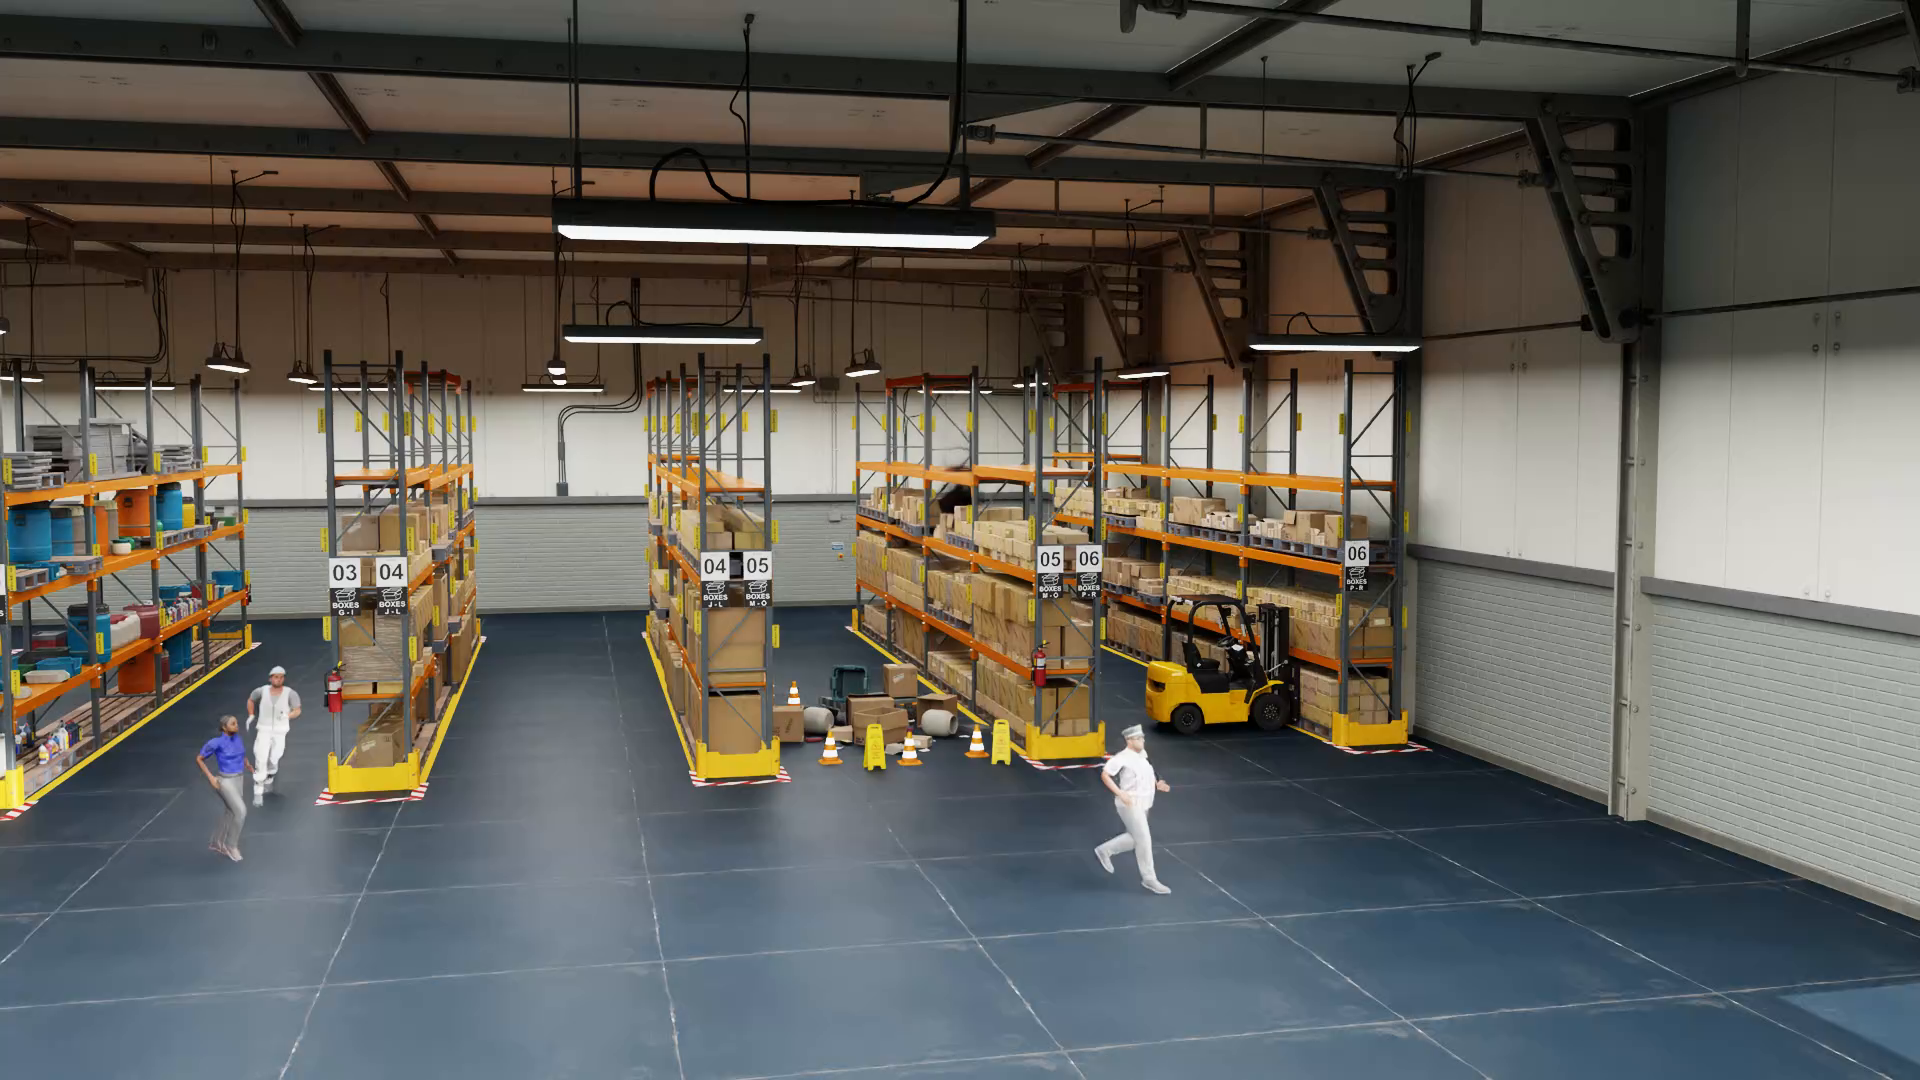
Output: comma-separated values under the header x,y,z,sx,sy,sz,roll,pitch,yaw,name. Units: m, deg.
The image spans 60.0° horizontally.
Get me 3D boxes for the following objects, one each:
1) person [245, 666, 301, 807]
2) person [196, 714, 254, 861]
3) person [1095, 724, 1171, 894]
x,y,z,sx,sy,sz,roll,pitch,yaw,name
-9.162,2.573,22.196,0.686,1.791,0.907,-2,4,-24,person
-8.432,2.911,19.179,0.625,1.607,0.566,1,4,13,person
1.856,2.873,17.977,0.951,1.791,0.664,2,5,31,person
